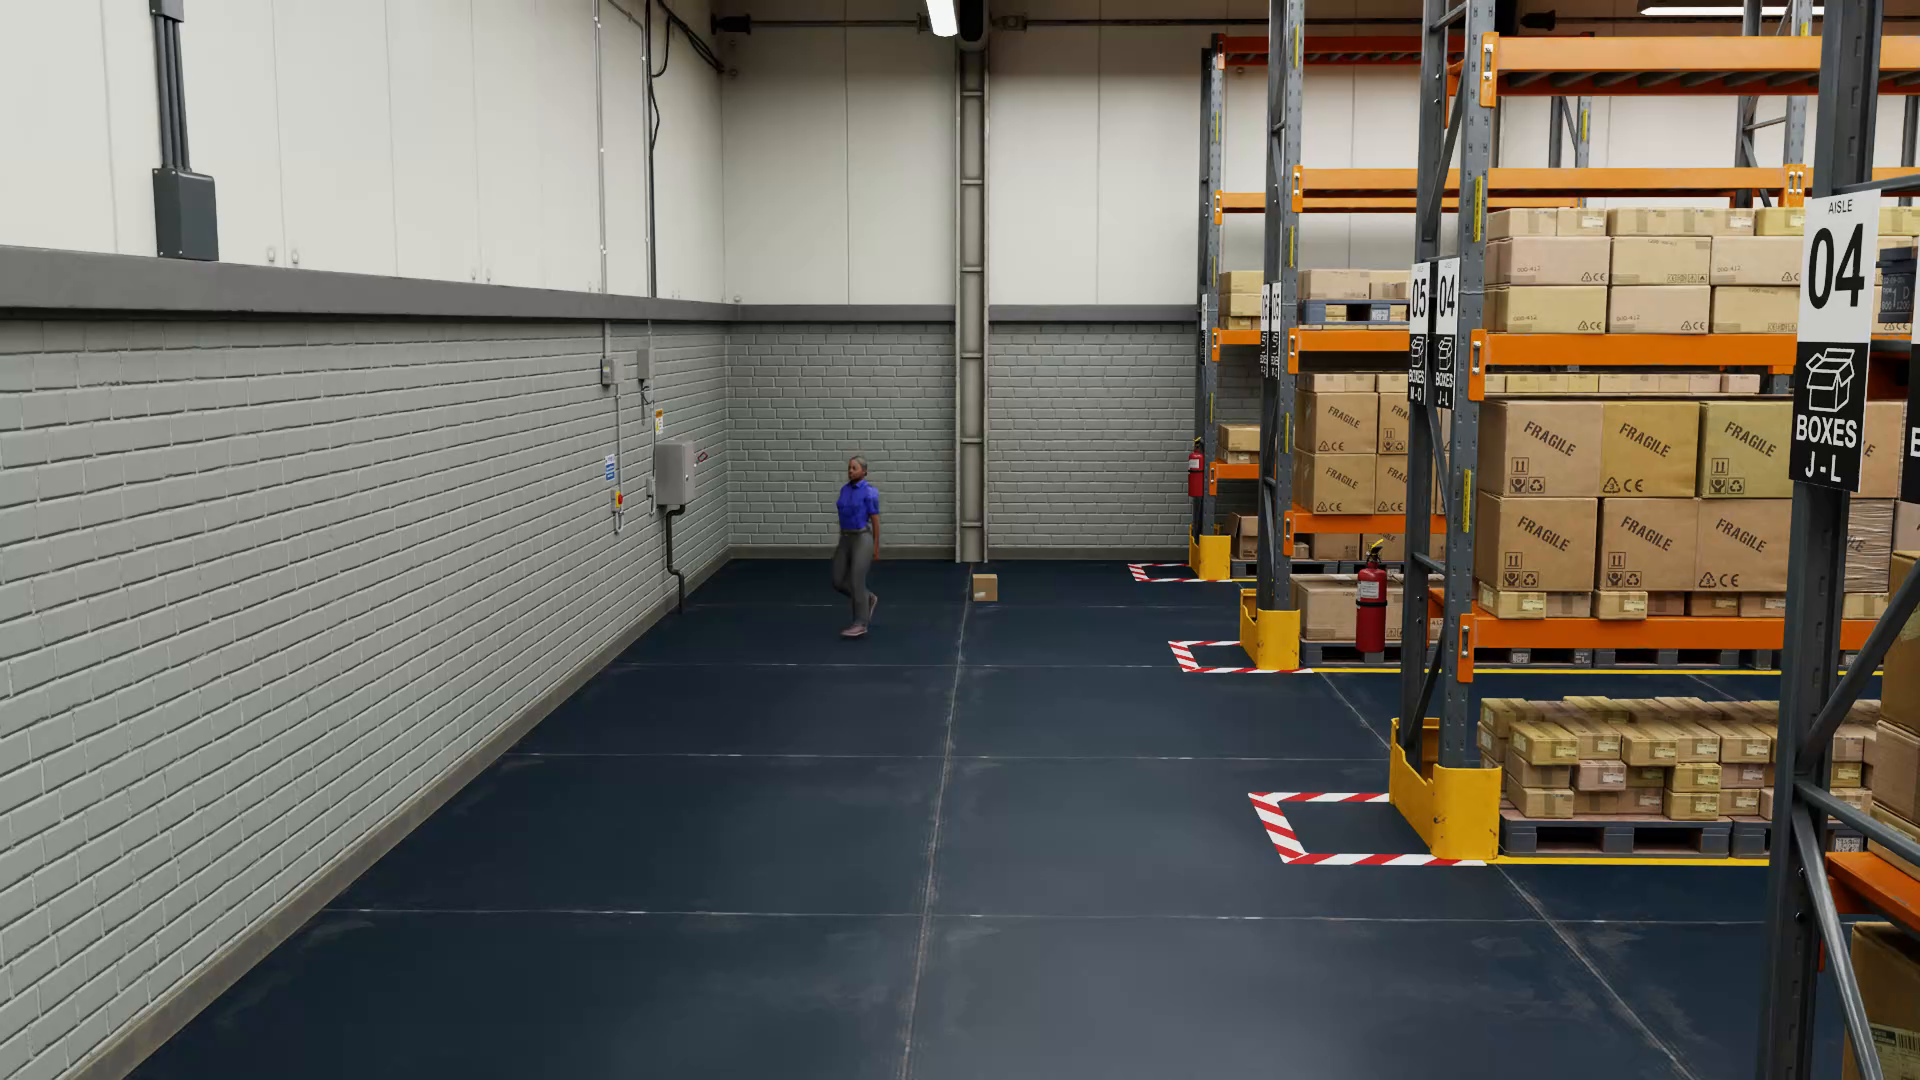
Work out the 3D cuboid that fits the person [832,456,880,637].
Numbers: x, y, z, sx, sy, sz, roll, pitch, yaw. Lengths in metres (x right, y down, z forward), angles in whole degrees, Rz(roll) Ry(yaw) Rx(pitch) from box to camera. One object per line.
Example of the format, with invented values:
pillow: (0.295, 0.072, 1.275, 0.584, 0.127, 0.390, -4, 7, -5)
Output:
person: (-0.920, 0.040, 15.307, 0.442, 1.640, 0.592, 6, 10, 40)
